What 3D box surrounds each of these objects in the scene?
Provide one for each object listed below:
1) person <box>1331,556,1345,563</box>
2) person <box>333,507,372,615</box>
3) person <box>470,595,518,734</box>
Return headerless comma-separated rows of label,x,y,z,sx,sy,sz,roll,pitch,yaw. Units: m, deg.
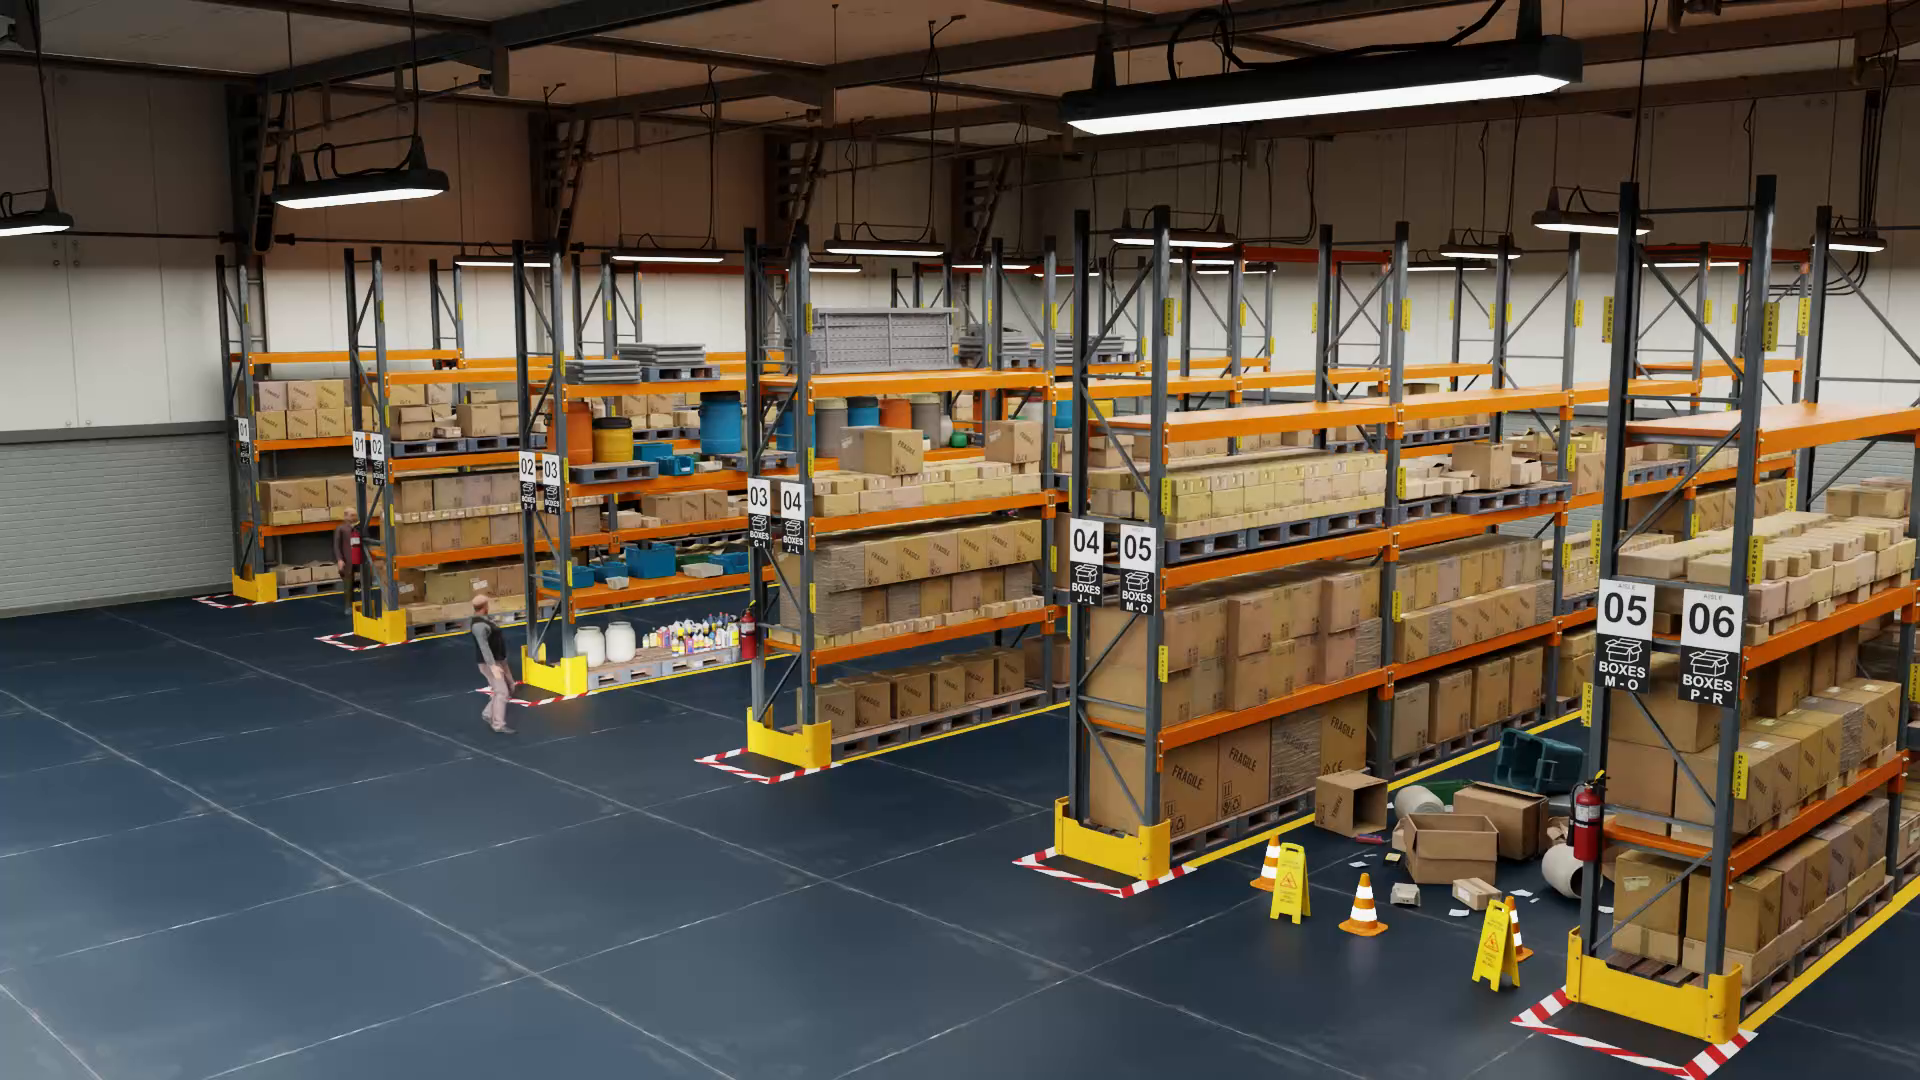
person,5.298,1.030,23.510,0.502,1.660,0.457,-5,9,-31
person,-10.153,0.356,27.871,0.673,1.822,0.487,-6,10,-35
person,-5.641,1.504,20.165,0.535,1.720,0.585,-1,8,-5
